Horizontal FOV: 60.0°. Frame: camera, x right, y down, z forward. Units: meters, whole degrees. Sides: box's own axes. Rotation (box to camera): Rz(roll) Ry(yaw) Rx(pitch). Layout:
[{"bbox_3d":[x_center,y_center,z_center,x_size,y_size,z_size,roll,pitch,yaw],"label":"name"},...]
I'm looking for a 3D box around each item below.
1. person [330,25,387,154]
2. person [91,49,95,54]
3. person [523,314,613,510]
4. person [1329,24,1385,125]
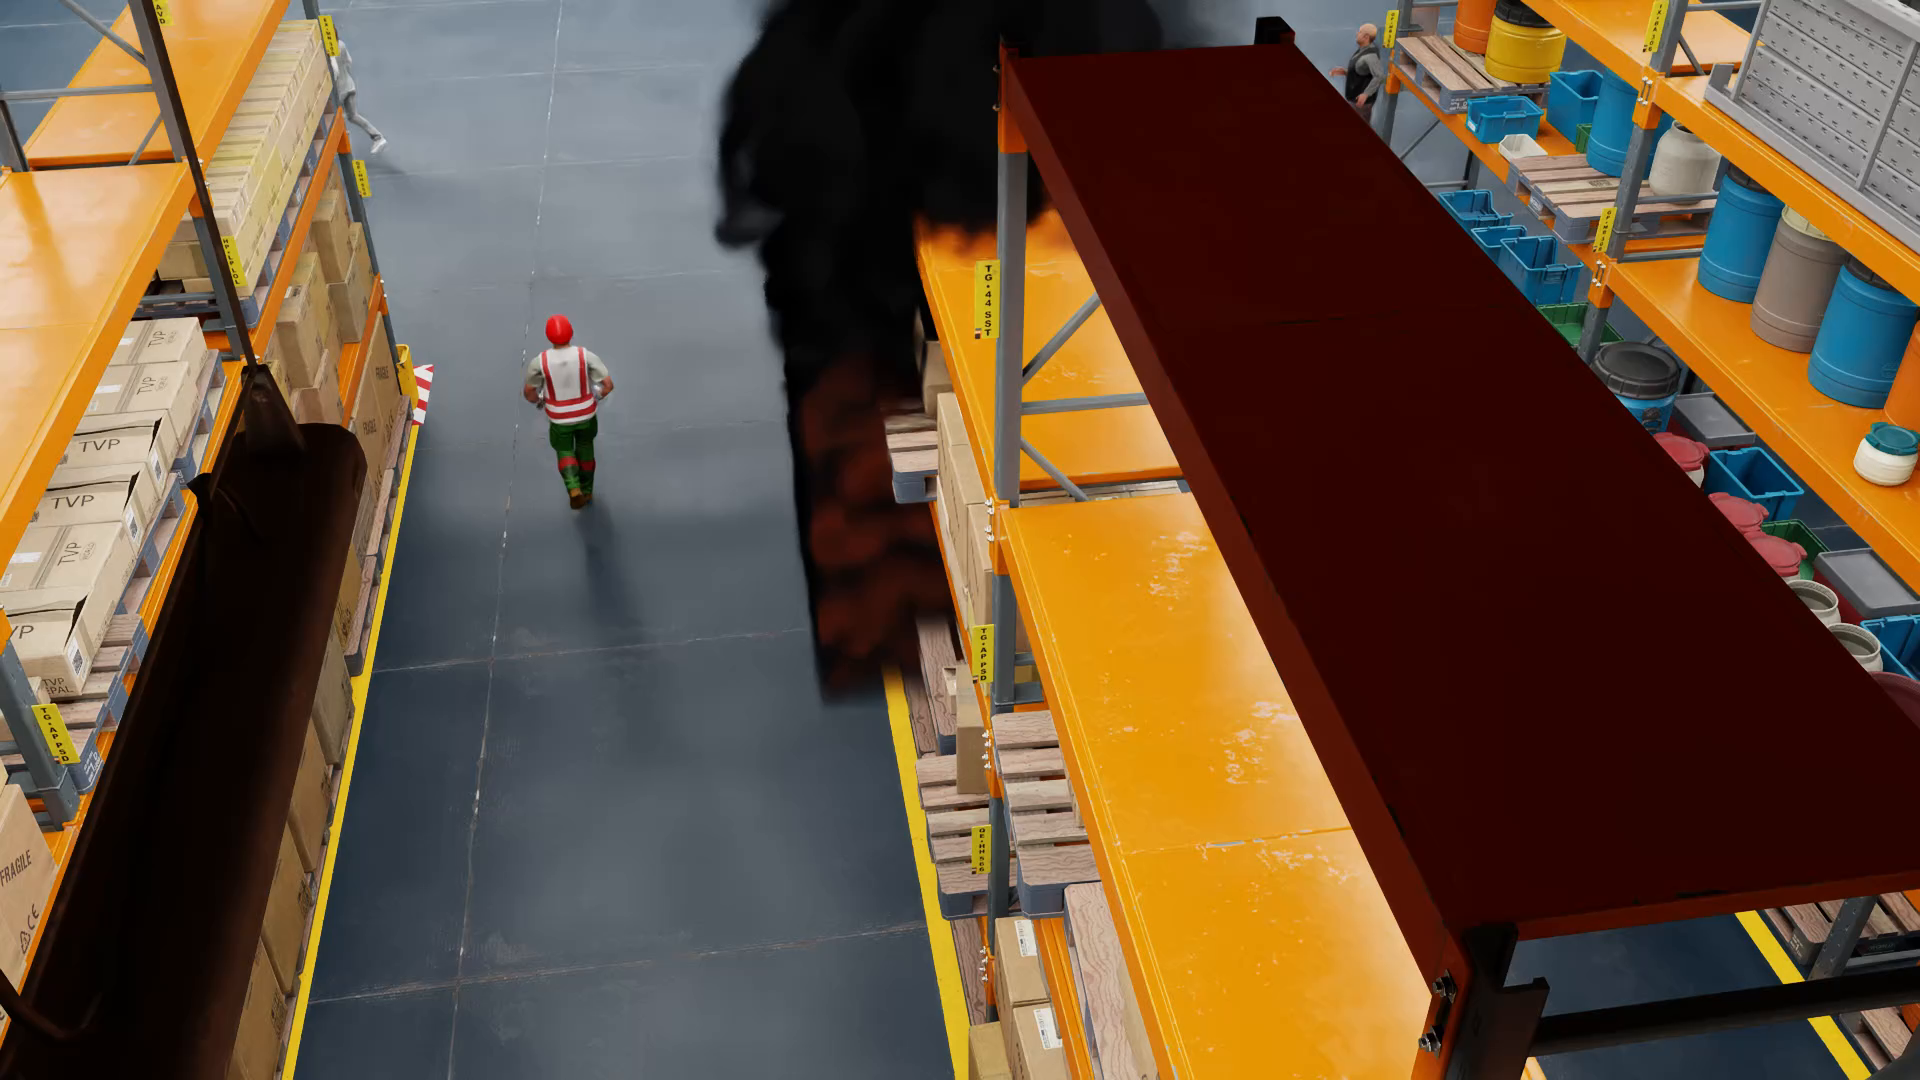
[{"bbox_3d":[-7.084,-5.137,19.073,0.879,1.597,0.540,13,38,17],"label":"person"},{"bbox_3d":[-9.155,-4.493,18.147,0.700,1.657,0.694,23,42,28],"label":"person"},{"bbox_3d":[-3.104,-0.991,13.327,0.698,1.747,0.724,-10,37,-13],"label":"person"},{"bbox_3d":[4.486,-4.940,18.704,0.748,1.722,0.675,11,38,15],"label":"person"}]
